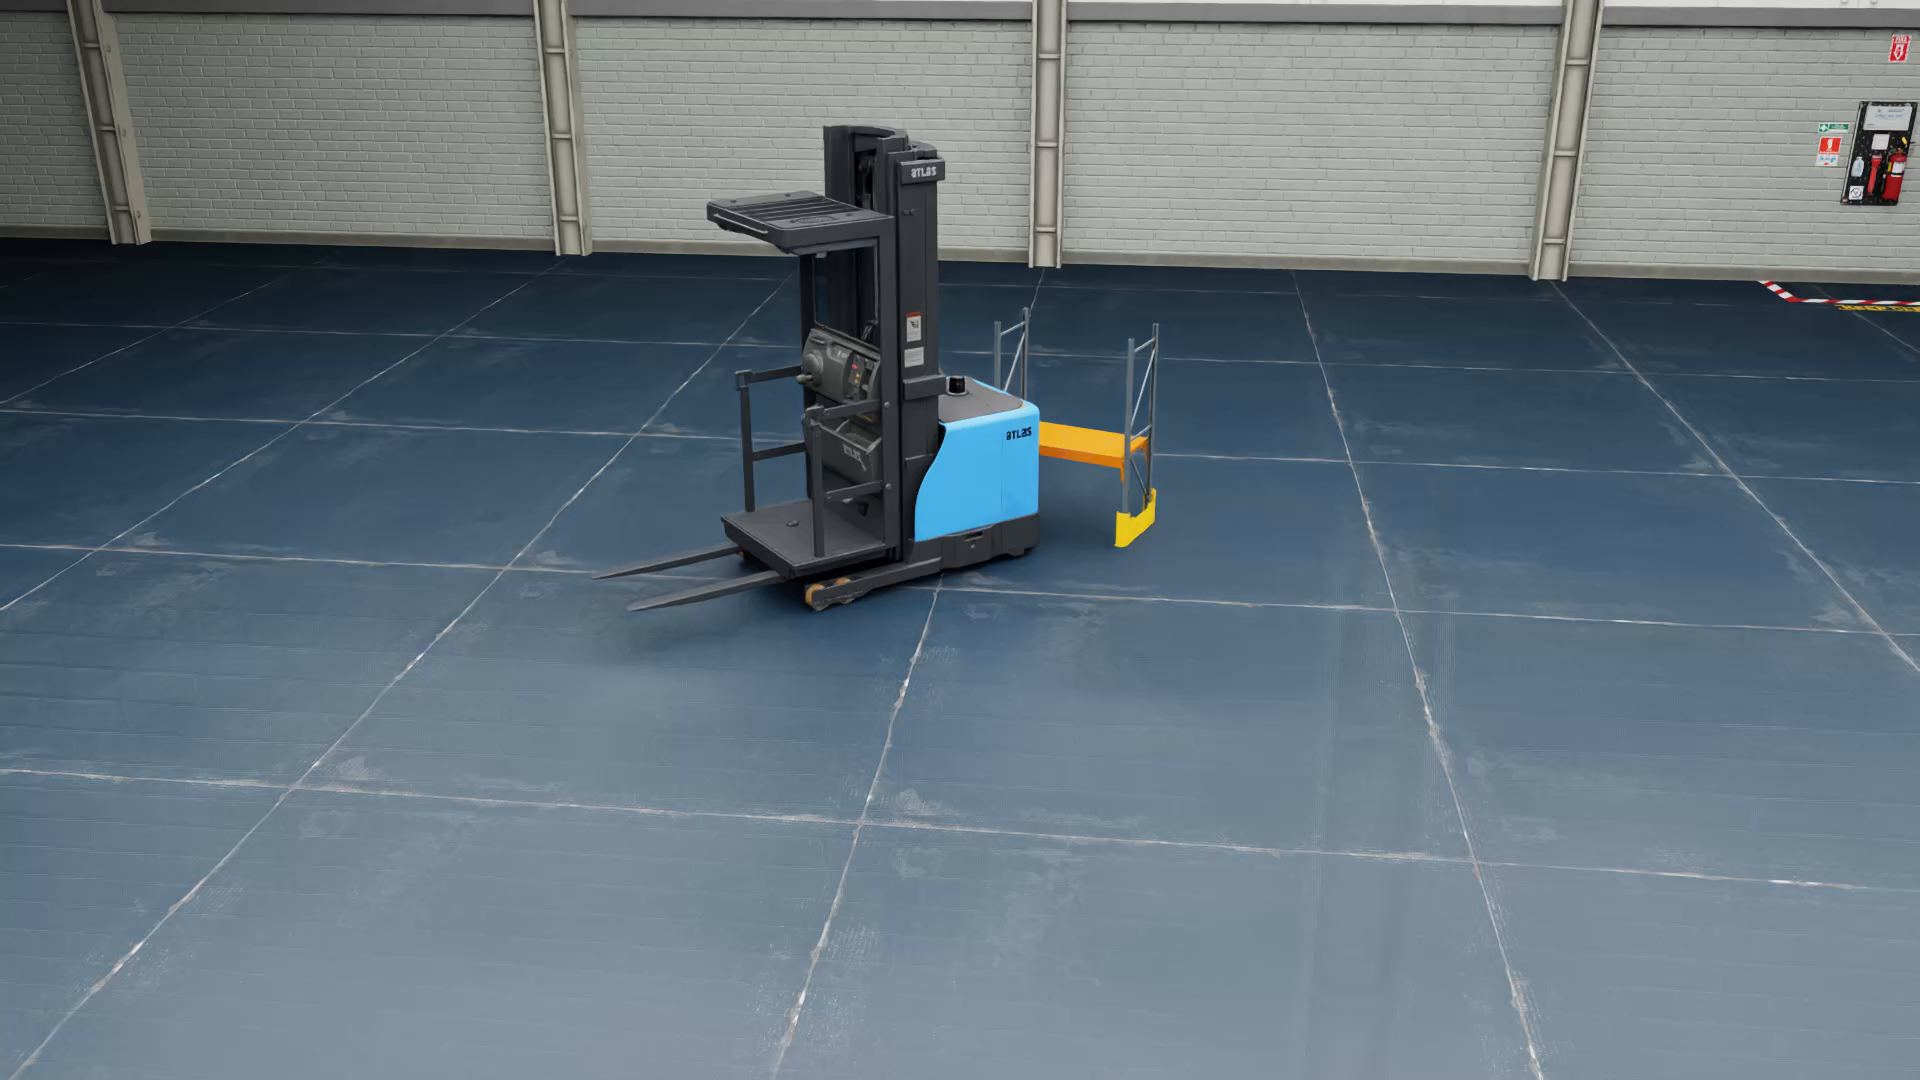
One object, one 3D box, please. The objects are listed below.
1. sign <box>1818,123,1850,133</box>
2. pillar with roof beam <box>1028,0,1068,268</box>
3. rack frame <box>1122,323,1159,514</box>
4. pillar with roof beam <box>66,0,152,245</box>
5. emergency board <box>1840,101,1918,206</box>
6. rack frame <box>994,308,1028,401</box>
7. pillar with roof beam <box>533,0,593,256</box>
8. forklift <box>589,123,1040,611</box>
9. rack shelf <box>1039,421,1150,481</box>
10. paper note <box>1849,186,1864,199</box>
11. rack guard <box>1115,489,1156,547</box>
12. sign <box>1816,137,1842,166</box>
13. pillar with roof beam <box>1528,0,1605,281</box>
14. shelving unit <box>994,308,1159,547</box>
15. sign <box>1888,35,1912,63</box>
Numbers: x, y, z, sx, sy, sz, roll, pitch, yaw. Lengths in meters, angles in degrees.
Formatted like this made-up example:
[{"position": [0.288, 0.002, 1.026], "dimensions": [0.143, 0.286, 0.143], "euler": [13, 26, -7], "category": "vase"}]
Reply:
[{"position": [9.986, -4.709, 19.002], "dimensions": [0.331, 0.109, 0.001], "euler": [2, 22, 6], "category": "sign"}, {"position": [0.546, -6.004, 14.888], "dimensions": [0.400, 9.000, 9.100], "euler": [2, 22, 6], "category": "pillar with roof beam"}, {"position": [1.273, -0.746, 11.786], "dimensions": [0.032, 1.500, 0.500], "euler": [11, 24, 25], "category": "rack frame"}, {"position": [-11.370, -6.524, 16.201], "dimensions": [0.400, 9.000, 9.100], "euler": [2, 22, 6], "category": "pillar with roof beam"}, {"position": [10.520, -4.388, 18.959], "dimensions": [0.643, 1.169, 0.194], "euler": [2, 22, 6], "category": "emergency board"}, {"position": [0.371, -0.918, 12.222], "dimensions": [0.032, 1.500, 0.500], "euler": [11, 24, 25], "category": "rack frame"}, {"position": [-5.412, -6.264, 15.545], "dimensions": [0.400, 9.000, 9.100], "euler": [2, 22, 6], "category": "pillar with roof beam"}, {"position": [-0.953, -1.128, 10.808], "dimensions": [3.031, 2.935, 1.130], "euler": [-14, 25, -31], "category": "forklift"}, {"position": [0.822, -0.665, 12.070], "dimensions": [1.000, 0.185, 0.538], "euler": [11, 24, 25], "category": "rack shelf"}, {"position": [10.352, -4.011, 19.204], "dimensions": [0.142, 0.148, 0.016], "euler": [2, 22, 6], "category": "paper note"}, {"position": [1.272, -0.165, 12.016], "dimensions": [0.087, 0.250, 0.587], "euler": [11, 24, 25], "category": "rack guard"}, {"position": [9.983, -4.466, 19.108], "dimensions": [0.234, 0.329, 0.001], "euler": [2, 22, 6], "category": "sign"}, {"position": [6.504, -5.745, 14.231], "dimensions": [0.400, 9.000, 9.100], "euler": [2, 22, 6], "category": "pillar with roof beam"}, {"position": [0.830, -0.830, 12.000], "dimensions": [1.083, 1.500, 0.587], "euler": [11, 24, 25], "category": "shelving unit"}, {"position": [10.524, -5.503, 18.626], "dimensions": [0.199, 0.298, 0.001], "euler": [2, 22, 6], "category": "sign"}]
